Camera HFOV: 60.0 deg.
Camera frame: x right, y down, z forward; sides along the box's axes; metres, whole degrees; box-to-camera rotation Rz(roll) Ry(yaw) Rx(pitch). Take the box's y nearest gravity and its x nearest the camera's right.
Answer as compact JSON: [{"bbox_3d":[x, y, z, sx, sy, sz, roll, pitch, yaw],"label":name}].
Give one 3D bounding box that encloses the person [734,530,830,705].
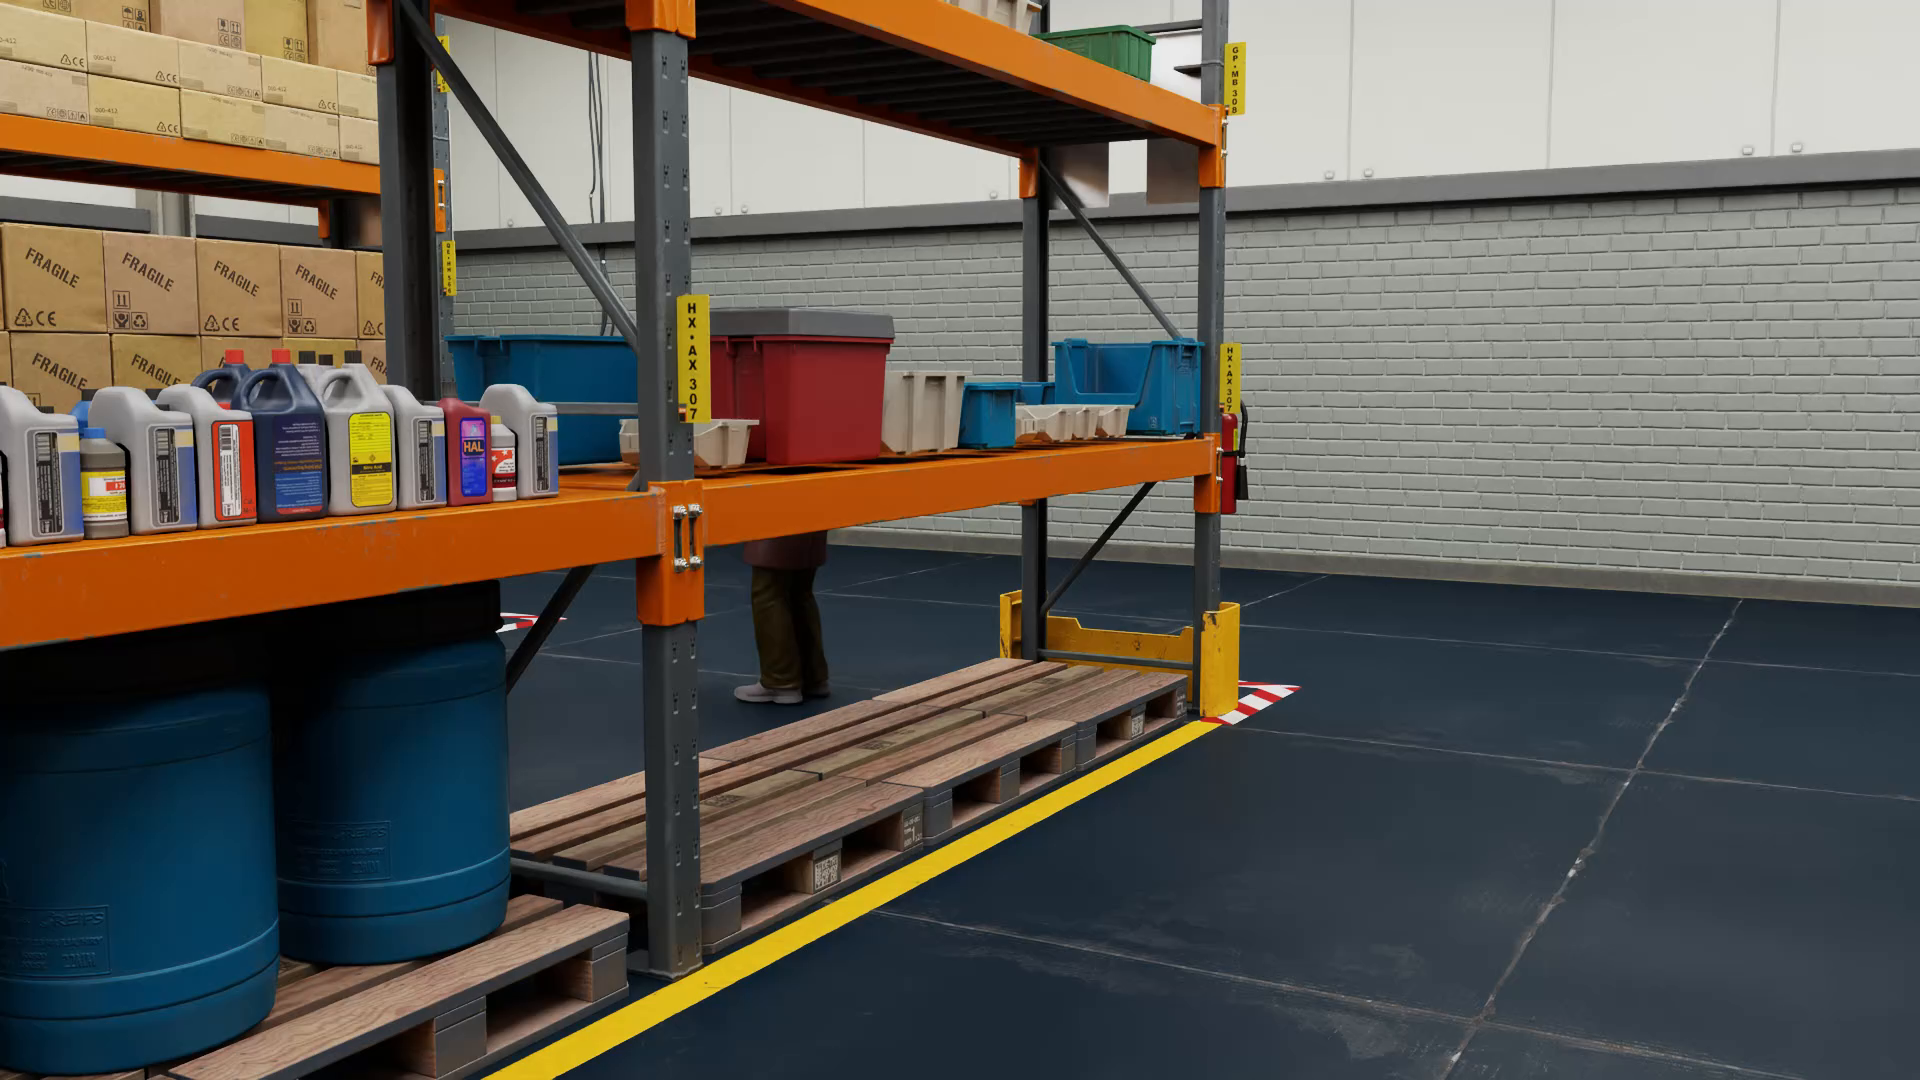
[{"bbox_3d":[-0.937,-0.099,8.211,0.559,1.779,0.529,3,6,28],"label":"person"}]
